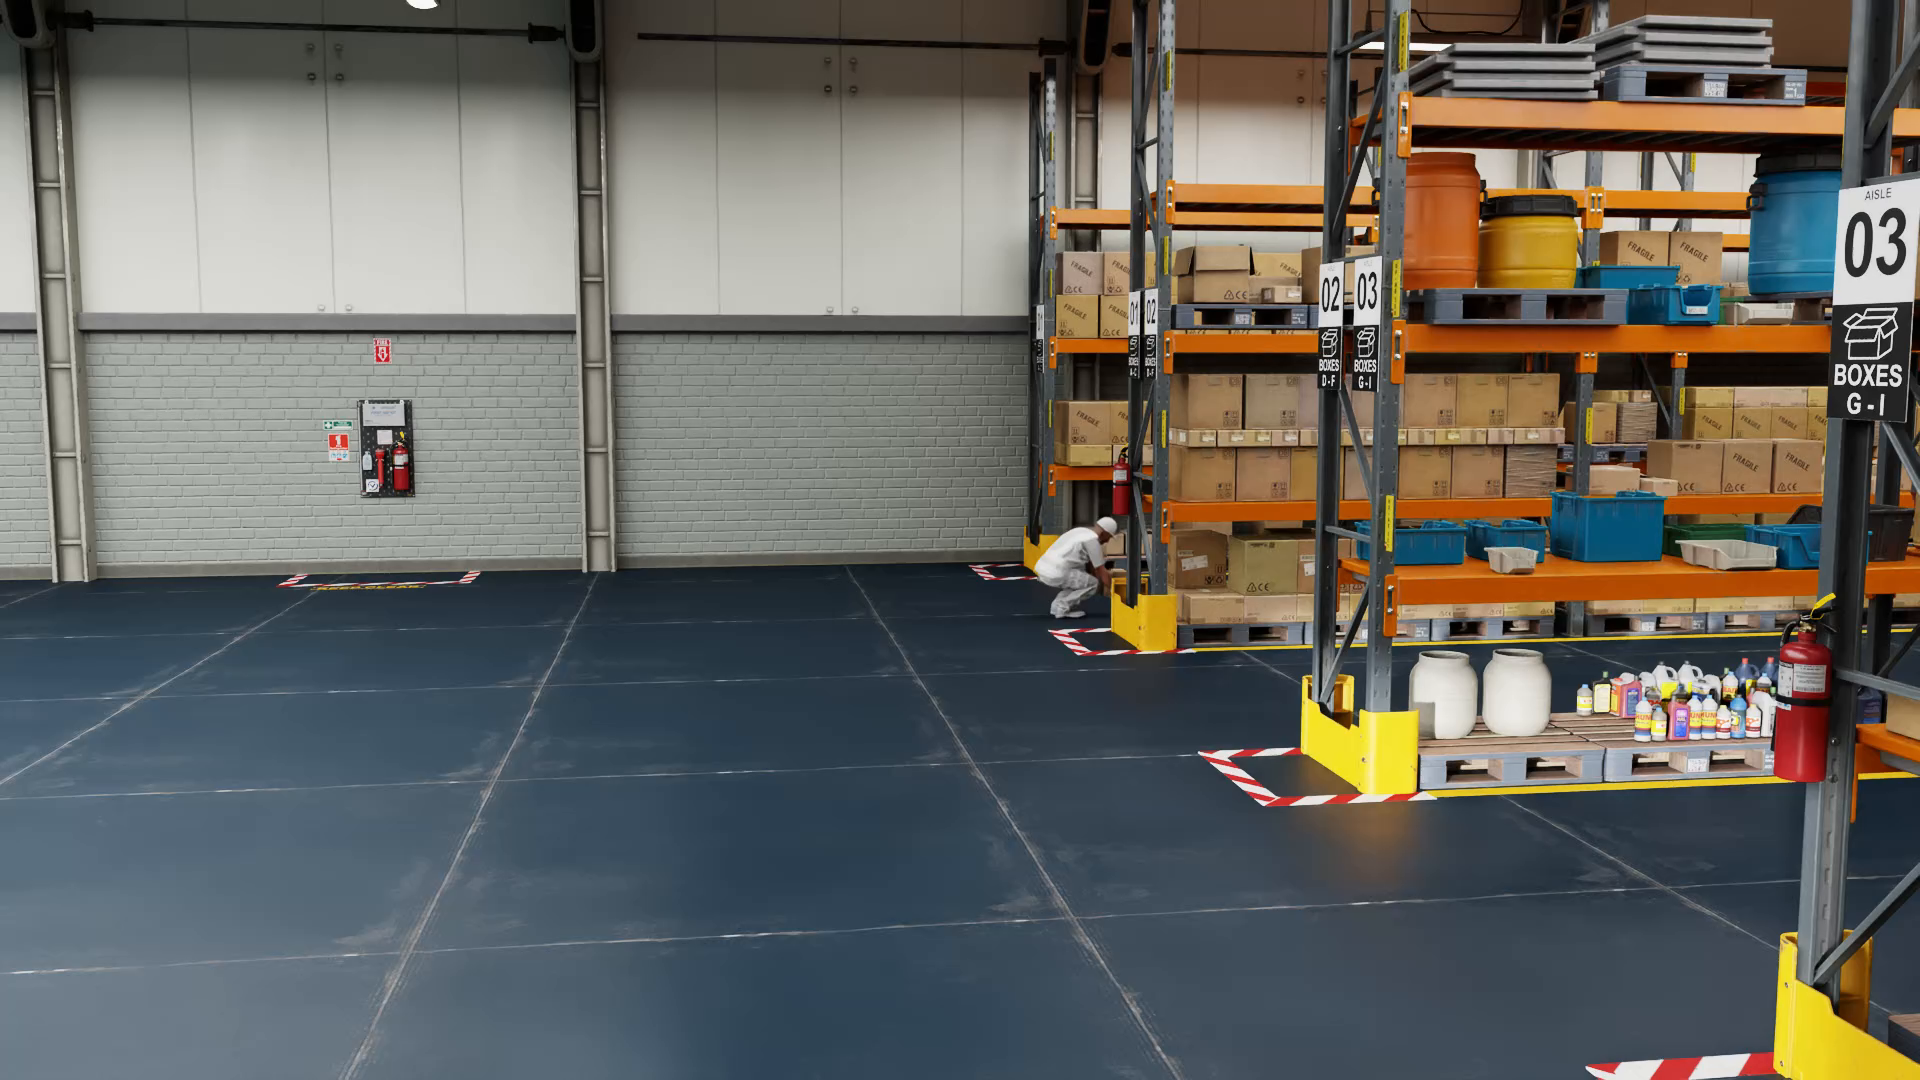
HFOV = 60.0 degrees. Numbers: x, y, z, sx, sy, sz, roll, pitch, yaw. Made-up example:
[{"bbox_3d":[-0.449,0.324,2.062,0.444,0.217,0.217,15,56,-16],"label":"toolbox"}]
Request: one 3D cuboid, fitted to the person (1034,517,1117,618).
[{"bbox_3d":[1.207,0.271,16.790,0.907,0.992,0.578,-1,6,-9],"label":"person"}]
